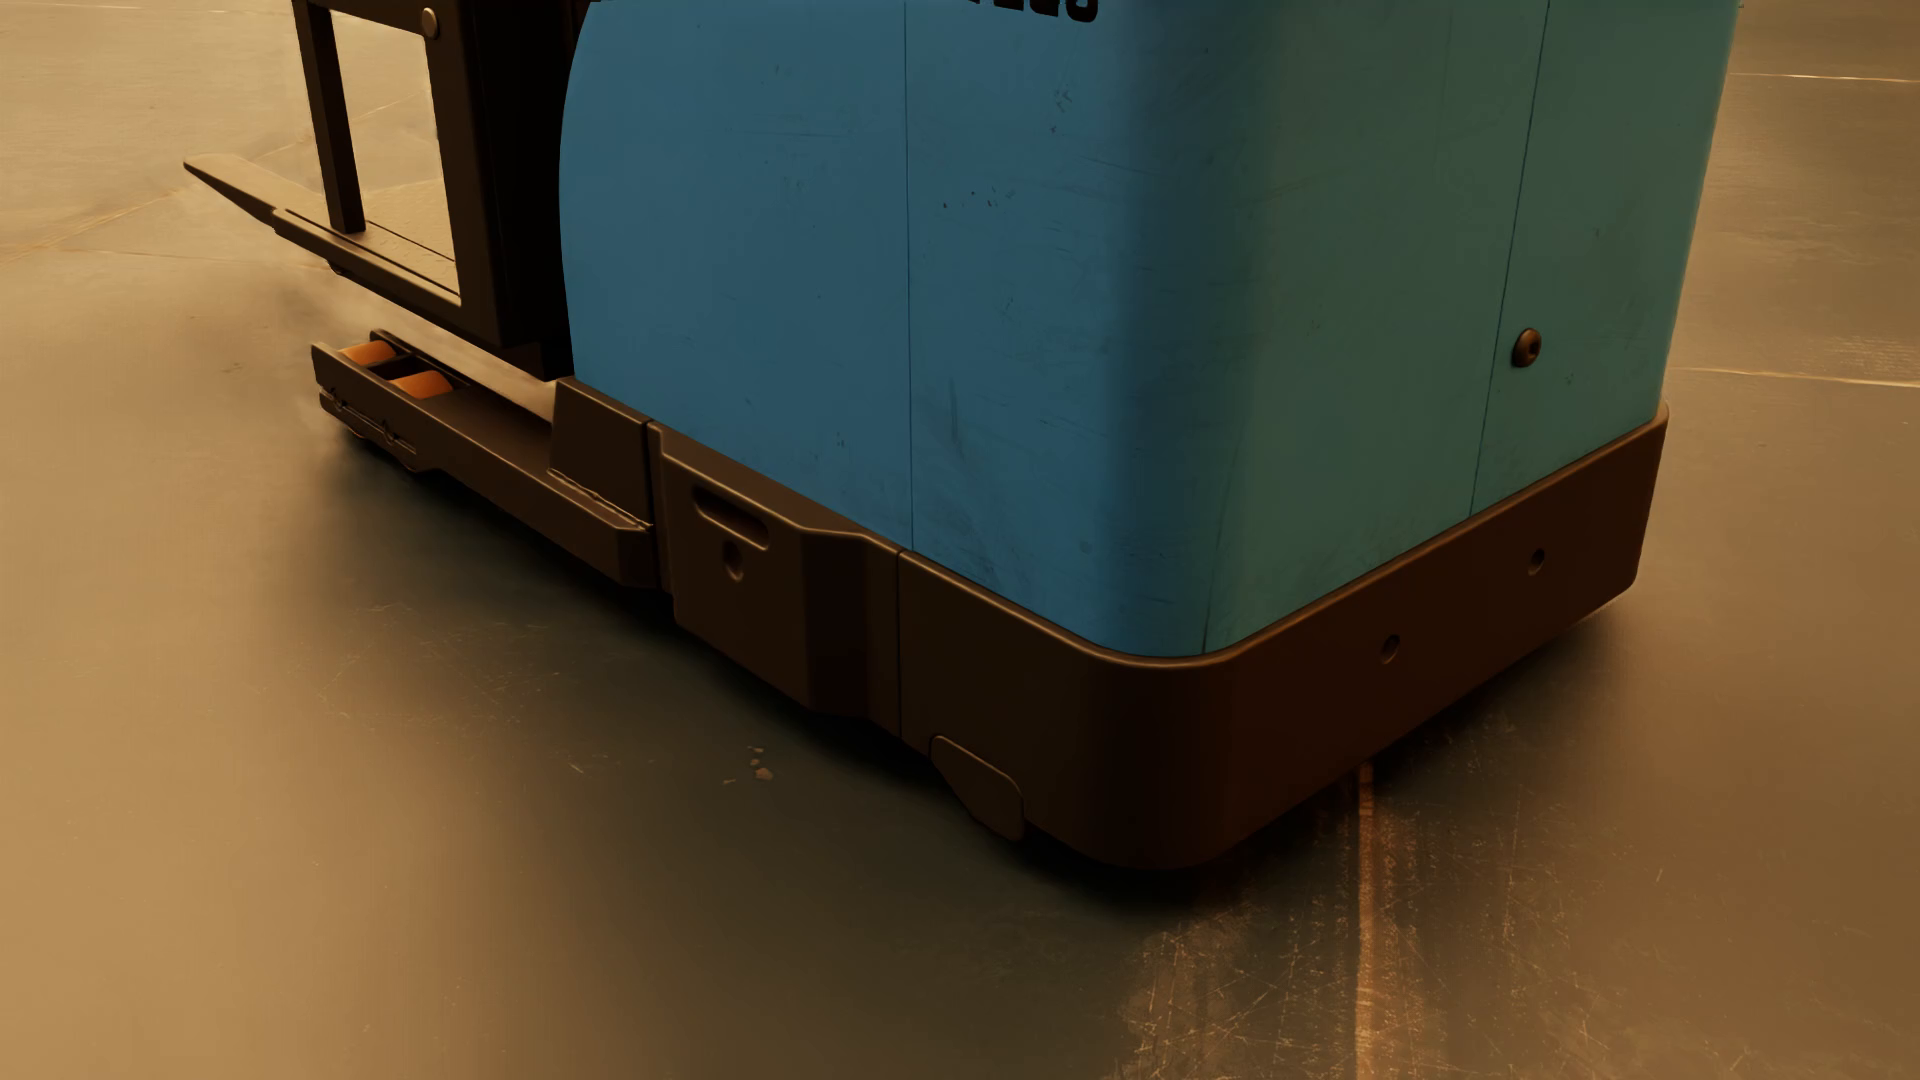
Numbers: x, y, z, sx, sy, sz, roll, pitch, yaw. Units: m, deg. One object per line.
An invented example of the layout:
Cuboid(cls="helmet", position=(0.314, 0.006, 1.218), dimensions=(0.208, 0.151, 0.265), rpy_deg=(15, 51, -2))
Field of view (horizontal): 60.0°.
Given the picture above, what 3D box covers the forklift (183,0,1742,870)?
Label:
Cuboid(cls="forklift", position=(-0.447, -1.553, 2.324), dimensions=(1.130, 2.935, 3.031), rpy_deg=(-22, 34, -37))
